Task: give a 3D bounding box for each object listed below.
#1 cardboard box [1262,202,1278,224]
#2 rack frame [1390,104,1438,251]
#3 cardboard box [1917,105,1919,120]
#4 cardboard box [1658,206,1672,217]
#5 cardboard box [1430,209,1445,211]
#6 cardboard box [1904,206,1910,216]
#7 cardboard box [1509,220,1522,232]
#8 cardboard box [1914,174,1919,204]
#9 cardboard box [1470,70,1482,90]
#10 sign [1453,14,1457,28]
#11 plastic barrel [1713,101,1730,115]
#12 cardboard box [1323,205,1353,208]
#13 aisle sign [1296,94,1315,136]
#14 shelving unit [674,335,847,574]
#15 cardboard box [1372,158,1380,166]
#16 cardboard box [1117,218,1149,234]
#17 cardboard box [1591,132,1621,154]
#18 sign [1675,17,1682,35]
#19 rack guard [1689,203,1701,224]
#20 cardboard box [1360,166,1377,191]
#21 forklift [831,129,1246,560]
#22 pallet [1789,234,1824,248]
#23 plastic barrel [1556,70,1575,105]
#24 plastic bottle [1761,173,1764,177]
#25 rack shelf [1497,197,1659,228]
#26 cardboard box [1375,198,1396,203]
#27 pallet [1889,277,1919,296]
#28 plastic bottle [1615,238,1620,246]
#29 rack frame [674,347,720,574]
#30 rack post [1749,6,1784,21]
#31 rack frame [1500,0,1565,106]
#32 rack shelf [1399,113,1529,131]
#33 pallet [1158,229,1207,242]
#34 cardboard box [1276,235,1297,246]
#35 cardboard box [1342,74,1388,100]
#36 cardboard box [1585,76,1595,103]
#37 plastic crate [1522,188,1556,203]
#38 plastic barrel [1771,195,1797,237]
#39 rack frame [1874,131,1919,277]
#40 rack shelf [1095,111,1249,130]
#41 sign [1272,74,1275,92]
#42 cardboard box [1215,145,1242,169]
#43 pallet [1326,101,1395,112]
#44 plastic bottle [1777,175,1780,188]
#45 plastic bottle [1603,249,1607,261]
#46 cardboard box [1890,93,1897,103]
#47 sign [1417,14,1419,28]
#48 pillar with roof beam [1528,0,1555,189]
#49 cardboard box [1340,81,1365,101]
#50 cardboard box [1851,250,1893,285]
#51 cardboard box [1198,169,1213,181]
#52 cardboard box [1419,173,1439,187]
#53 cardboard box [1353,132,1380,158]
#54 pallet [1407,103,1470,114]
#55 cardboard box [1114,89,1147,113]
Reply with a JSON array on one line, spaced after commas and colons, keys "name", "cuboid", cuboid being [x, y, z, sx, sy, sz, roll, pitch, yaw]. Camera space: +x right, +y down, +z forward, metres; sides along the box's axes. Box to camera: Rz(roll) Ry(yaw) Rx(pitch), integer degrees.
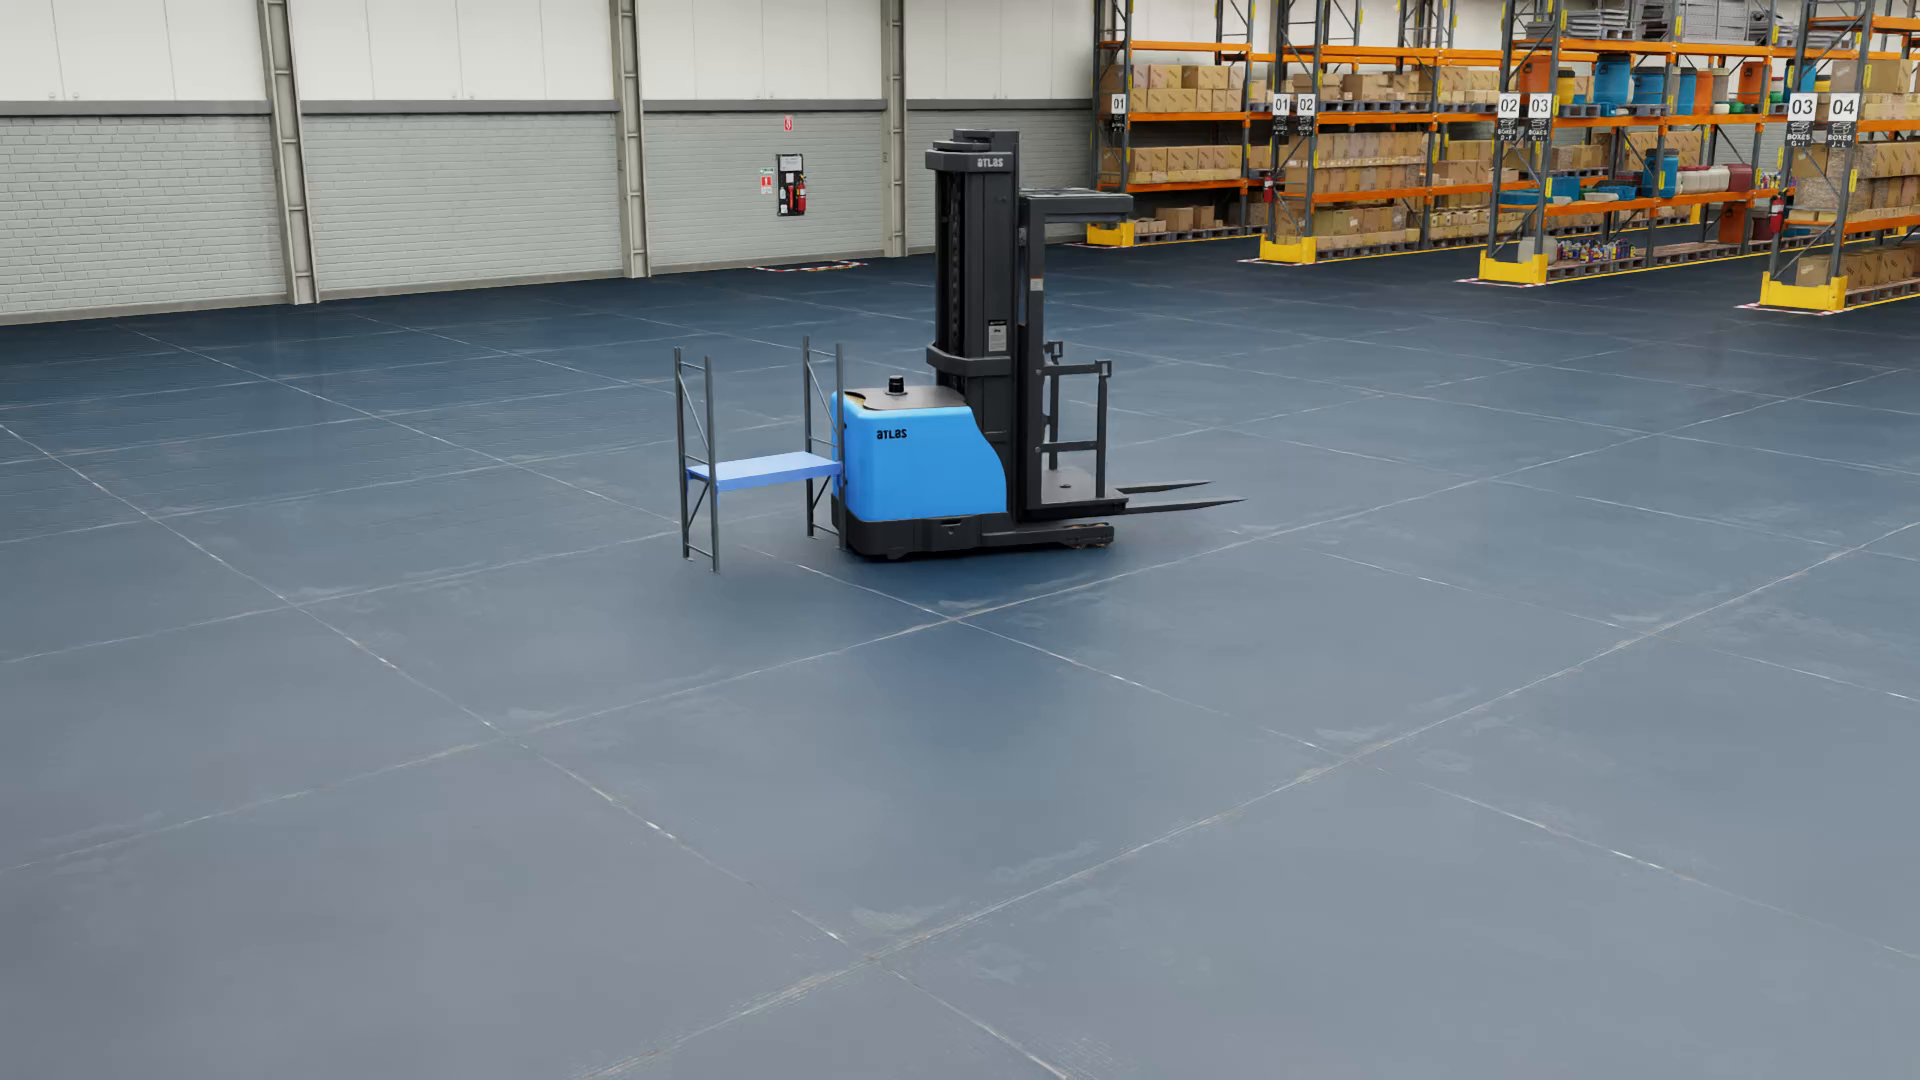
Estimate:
[{"name": "cardboard box", "cuboid": [7.170, -7.865, 39.872, 0.500, 0.500, 0.700, -13, 20, -40]}, {"name": "rack frame", "cuboid": [9.524, -7.671, 35.155, 0.127, 3.000, 1.000, -13, 19, -39]}, {"name": "cardboard box", "cuboid": [15.070, -6.817, 26.435, 0.500, 0.250, 0.500, -13, 20, -40]}, {"name": "cardboard box", "cuboid": [17.592, -8.293, 41.959, 0.500, 0.250, 0.500, -13, 19, -39]}, {"name": "cardboard box", "cuboid": [10.408, -7.114, 36.499, 0.500, 0.311, 0.500, -13, 20, -40]}, {"name": "cardboard box", "cuboid": [15.079, -5.325, 26.858, 0.250, 0.149, 0.380, -13, 19, -39]}, {"name": "cardboard box", "cuboid": [12.305, -7.086, 37.481, 0.500, 0.250, 0.500, -12, 19, -38]}, {"name": "cardboard box", "cuboid": [15.244, -5.792, 27.350, 0.500, 0.500, 0.875, -13, 19, -39]}, {"name": "cardboard box", "cuboid": [13.410, -12.135, 43.884, 0.500, 0.500, 0.500, -13, 20, -40]}, {"name": "sign", "cuboid": [12.669, -13.274, 42.544, 0.005, 0.325, 0.100, -13, 19, -39]}, {"name": "plastic barrel", "cuboid": [14.984, -8.505, 32.734, 0.301, 0.262, 0.301, 0, 15, 0]}, {"name": "cardboard box", "cuboid": [7.838, -6.635, 34.340, 0.500, 0.500, 0.500, -13, 19, -39]}, {"name": "aisle sign", "cuboid": [6.658, -8.178, 32.018, 0.004, 0.787, 0.394, -13, 19, -39]}, {"name": "shelving unit", "cuboid": [-1.388, -0.622, 11.671, 1.048, 1.500, 0.538, -10, 18, -34]}, {"name": "cardboard box", "cuboid": [8.302, -7.684, 33.755, 0.250, 0.149, 0.380, -12, 19, -38]}, {"name": "cardboard box", "cuboid": [3.833, -6.970, 36.890, 0.500, 0.311, 0.500, 13, 20, 41]}, {"name": "cardboard box", "cuboid": [15.770, -9.694, 40.596, 0.500, 0.500, 0.500, -13, 19, -39]}, {"name": "sign", "cuboid": [13.125, -9.394, 30.388, 0.005, 0.325, 0.100, -13, 19, -39]}, {"name": "rack guard", "cuboid": [18.519, -8.483, 43.040, 0.348, 0.500, 1.175, -13, 19, -39]}, {"name": "cardboard box", "cuboid": [8.033, -7.381, 33.876, 0.500, 0.500, 0.700, -12, 19, -38]}, {"name": "forklift", "cuboid": [0.614, -1.476, 12.097, 3.031, 2.935, 1.130, -4, 16, -16]}, {"name": "pallet", "cuboid": [18.198, -6.591, 36.517, 1.213, 0.211, 1.003, -13, 19, -39]}, {"name": "plastic barrel", "cuboid": [10.532, -7.989, 29.356, 0.600, 0.588, 0.600, 0, 15, 0]}, {"name": "plastic bottle", "cuboid": [17.177, -7.723, 35.601, 0.097, 0.271, 0.097, 0, 15, 0]}, {"name": "rack shelf", "cuboid": [11.264, -6.020, 30.367, 4.000, 0.370, 1.077, -13, 19, -39]}, {"name": "cardboard box", "cuboid": [10.593, -8.723, 42.445, 0.750, 0.750, 0.750, -13, 20, -40]}, {"name": "pallet", "cuboid": [15.540, -4.274, 27.841, 1.213, 0.211, 1.003, -13, 19, -39]}, {"name": "plastic bottle", "cuboid": [12.381, -5.502, 31.314, 0.185, 0.351, 0.144, -13, 19, -39]}, {"name": "rack frame", "cuboid": [-1.802, -0.545, 11.385, 0.032, 1.500, 0.500, -10, 18, -34]}, {"name": "rack post", "cuboid": [16.314, -10.682, 33.804, 0.986, 0.289, 0.624, -13, 19, -39]}, {"name": "rack frame", "cuboid": [9.755, -8.927, 28.232, 0.127, 3.000, 1.000, -13, 19, -39]}, {"name": "rack shelf", "cuboid": [11.033, -9.111, 36.129, 4.000, 0.370, 1.077, -13, 19, -39]}, {"name": "pallet", "cuboid": [4.865, -6.959, 37.894, 1.213, 0.211, 1.003, -13, 19, -39]}, {"name": "cardboard box", "cuboid": [6.717, -6.016, 33.475, 0.500, 0.250, 0.500, -13, 19, -39]}, {"name": "cardboard box", "cuboid": [8.199, -9.186, 33.730, 0.637, 0.503, 0.797, -10, 18, -33]}, {"name": "cardboard box", "cuboid": [14.641, -10.586, 39.056, 0.600, 0.600, 0.600, -13, 20, -40]}, {"name": "plastic crate", "cuboid": [10.430, -6.208, 29.968, 0.408, 0.251, 0.499, -13, 19, -39]}, {"name": "plastic barrel", "cuboid": [17.852, -7.041, 36.051, 0.708, 0.901, 0.600, -13, 19, -39]}, {"name": "rack frame", "cuboid": [16.024, -5.742, 27.933, 0.127, 3.000, 1.000, -13, 19, -39]}, {"name": "rack shelf", "cuboid": [4.761, -9.397, 37.201, 4.000, 0.370, 1.077, -13, 19, -39]}, {"name": "sign", "cuboid": [6.161, -8.940, 32.532, 0.005, 0.325, 0.100, -13, 19, -39]}, {"name": "cardboard box", "cuboid": [6.116, -8.794, 38.158, 0.500, 0.500, 0.500, -13, 20, -39]}, {"name": "pallet", "cuboid": [7.978, -8.722, 33.450, 1.213, 0.211, 1.003, -13, 19, -39]}, {"name": "plastic bottle", "cuboid": [17.058, -7.486, 34.713, 0.097, 0.271, 0.097, 0, 15, 0]}, {"name": "plastic bottle", "cuboid": [11.891, -5.262, 30.707, 0.097, 0.201, 0.097, 0, 15, 0]}, {"name": "cardboard box", "cuboid": [14.173, -6.800, 25.599, 0.250, 0.149, 0.380, -13, 20, -40]}, {"name": "sign", "cuboid": [11.959, -13.528, 43.342, 0.005, 0.325, 0.100, -13, 19, -39]}, {"name": "pillar with roof beam", "cuboid": [19.617, -13.354, 44.805, 0.400, 9.000, 9.100, -13, 19, -39]}, {"name": "cardboard box", "cuboid": [9.608, -11.114, 41.187, 0.700, 0.500, 0.500, 14, 21, 43]}, {"name": "cardboard box", "cuboid": [14.852, -4.458, 27.157, 0.500, 0.500, 0.500, 14, 20, 42]}, {"name": "cardboard box", "cuboid": [5.360, -8.262, 37.619, 0.500, 0.250, 0.500, -13, 20, -40]}, {"name": "cardboard box", "cuboid": [9.867, -7.690, 35.519, 0.500, 0.250, 0.500, -11, 19, -36]}, {"name": "cardboard box", "cuboid": [8.058, -8.014, 33.734, 0.500, 0.500, 0.700, -13, 19, -39]}, {"name": "pallet", "cuboid": [10.181, -9.180, 35.362, 1.217, 0.209, 0.805, -14, 20, -42]}, {"name": "cardboard box", "cuboid": [3.668, -9.472, 35.854, 0.500, 0.500, 0.500, -12, 19, -38]}]
